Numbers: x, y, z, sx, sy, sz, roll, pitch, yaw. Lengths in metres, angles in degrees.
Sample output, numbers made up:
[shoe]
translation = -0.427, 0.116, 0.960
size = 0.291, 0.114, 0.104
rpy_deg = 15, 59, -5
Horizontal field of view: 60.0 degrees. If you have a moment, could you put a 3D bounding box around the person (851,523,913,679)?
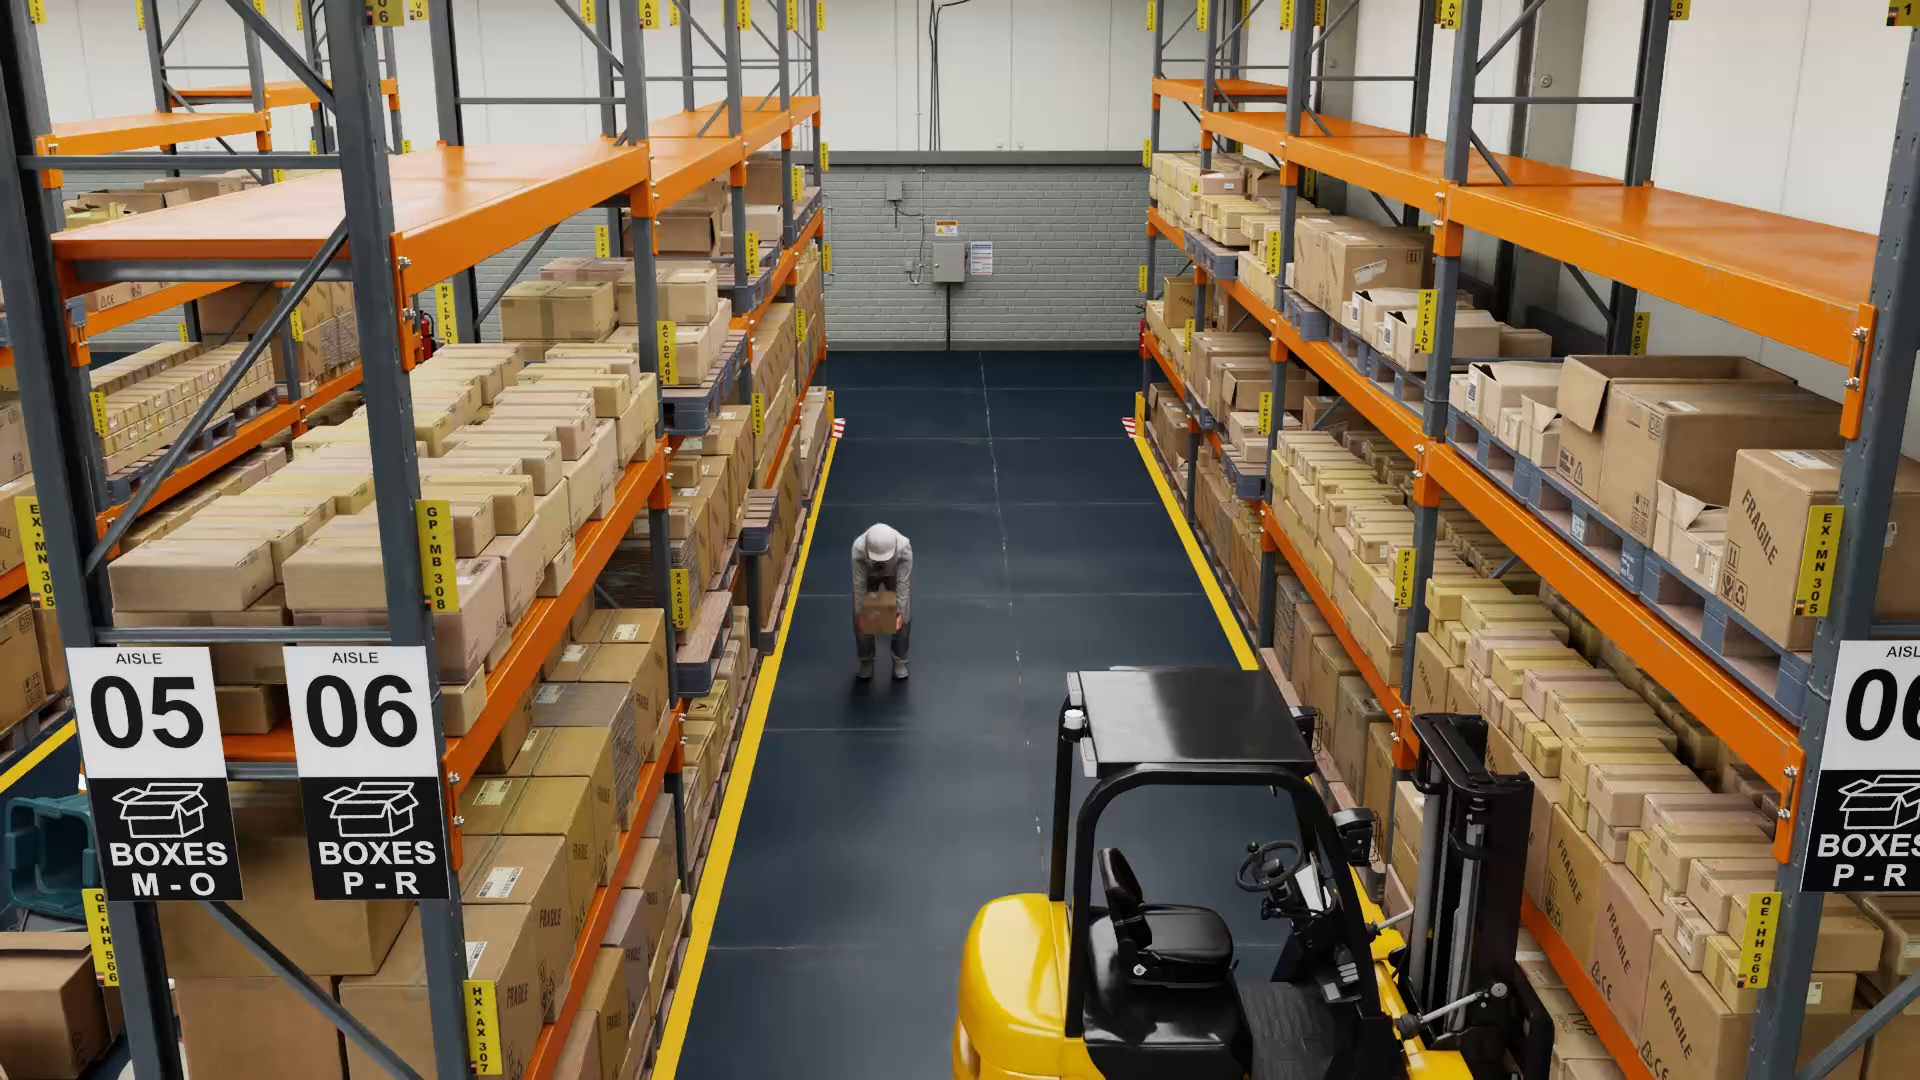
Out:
[person]
translation = -0.595, 0.446, 12.710
size = 0.475, 1.384, 0.920
rpy_deg = 0, 17, 0
